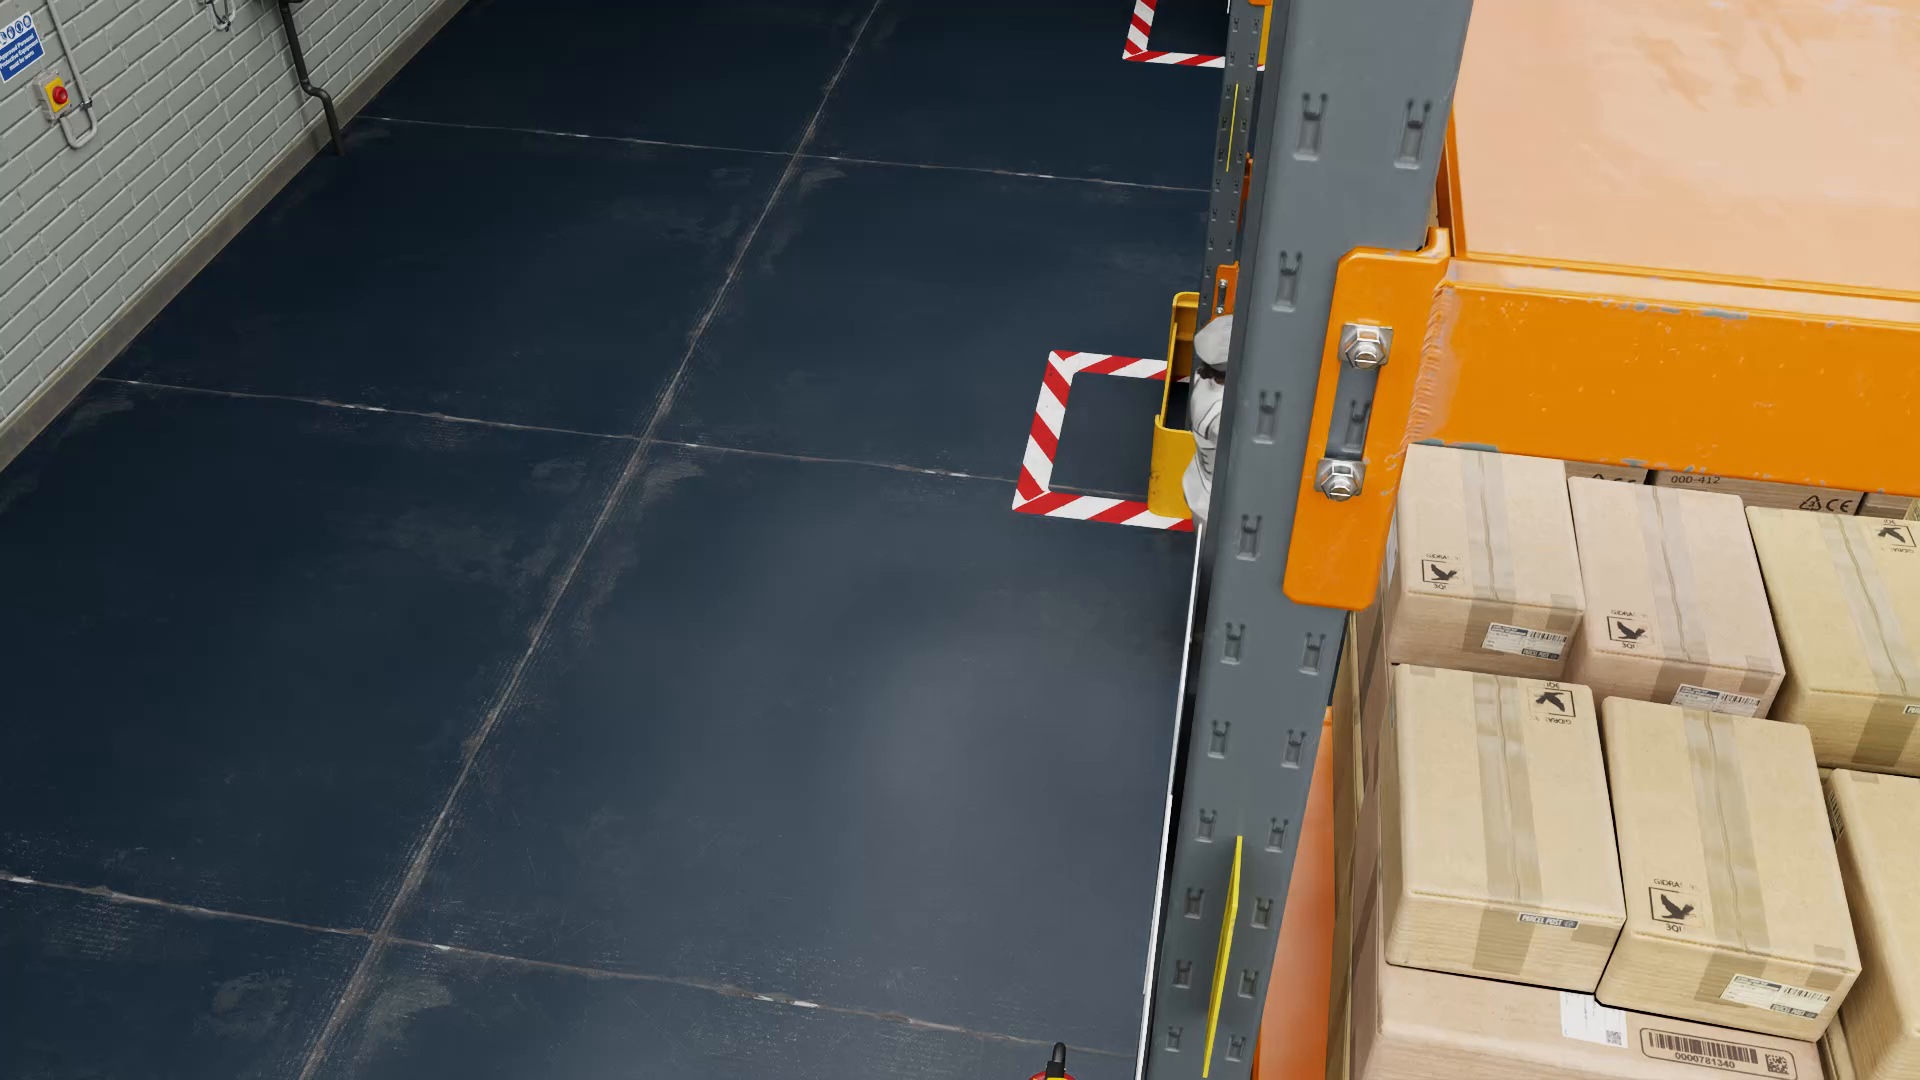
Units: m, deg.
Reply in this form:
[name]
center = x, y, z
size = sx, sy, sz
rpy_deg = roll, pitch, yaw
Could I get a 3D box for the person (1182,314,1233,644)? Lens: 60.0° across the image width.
[person]
center = 1.120, -0.143, 6.535
size = 0.522, 1.689, 0.451
rpy_deg = -3, 41, -3
